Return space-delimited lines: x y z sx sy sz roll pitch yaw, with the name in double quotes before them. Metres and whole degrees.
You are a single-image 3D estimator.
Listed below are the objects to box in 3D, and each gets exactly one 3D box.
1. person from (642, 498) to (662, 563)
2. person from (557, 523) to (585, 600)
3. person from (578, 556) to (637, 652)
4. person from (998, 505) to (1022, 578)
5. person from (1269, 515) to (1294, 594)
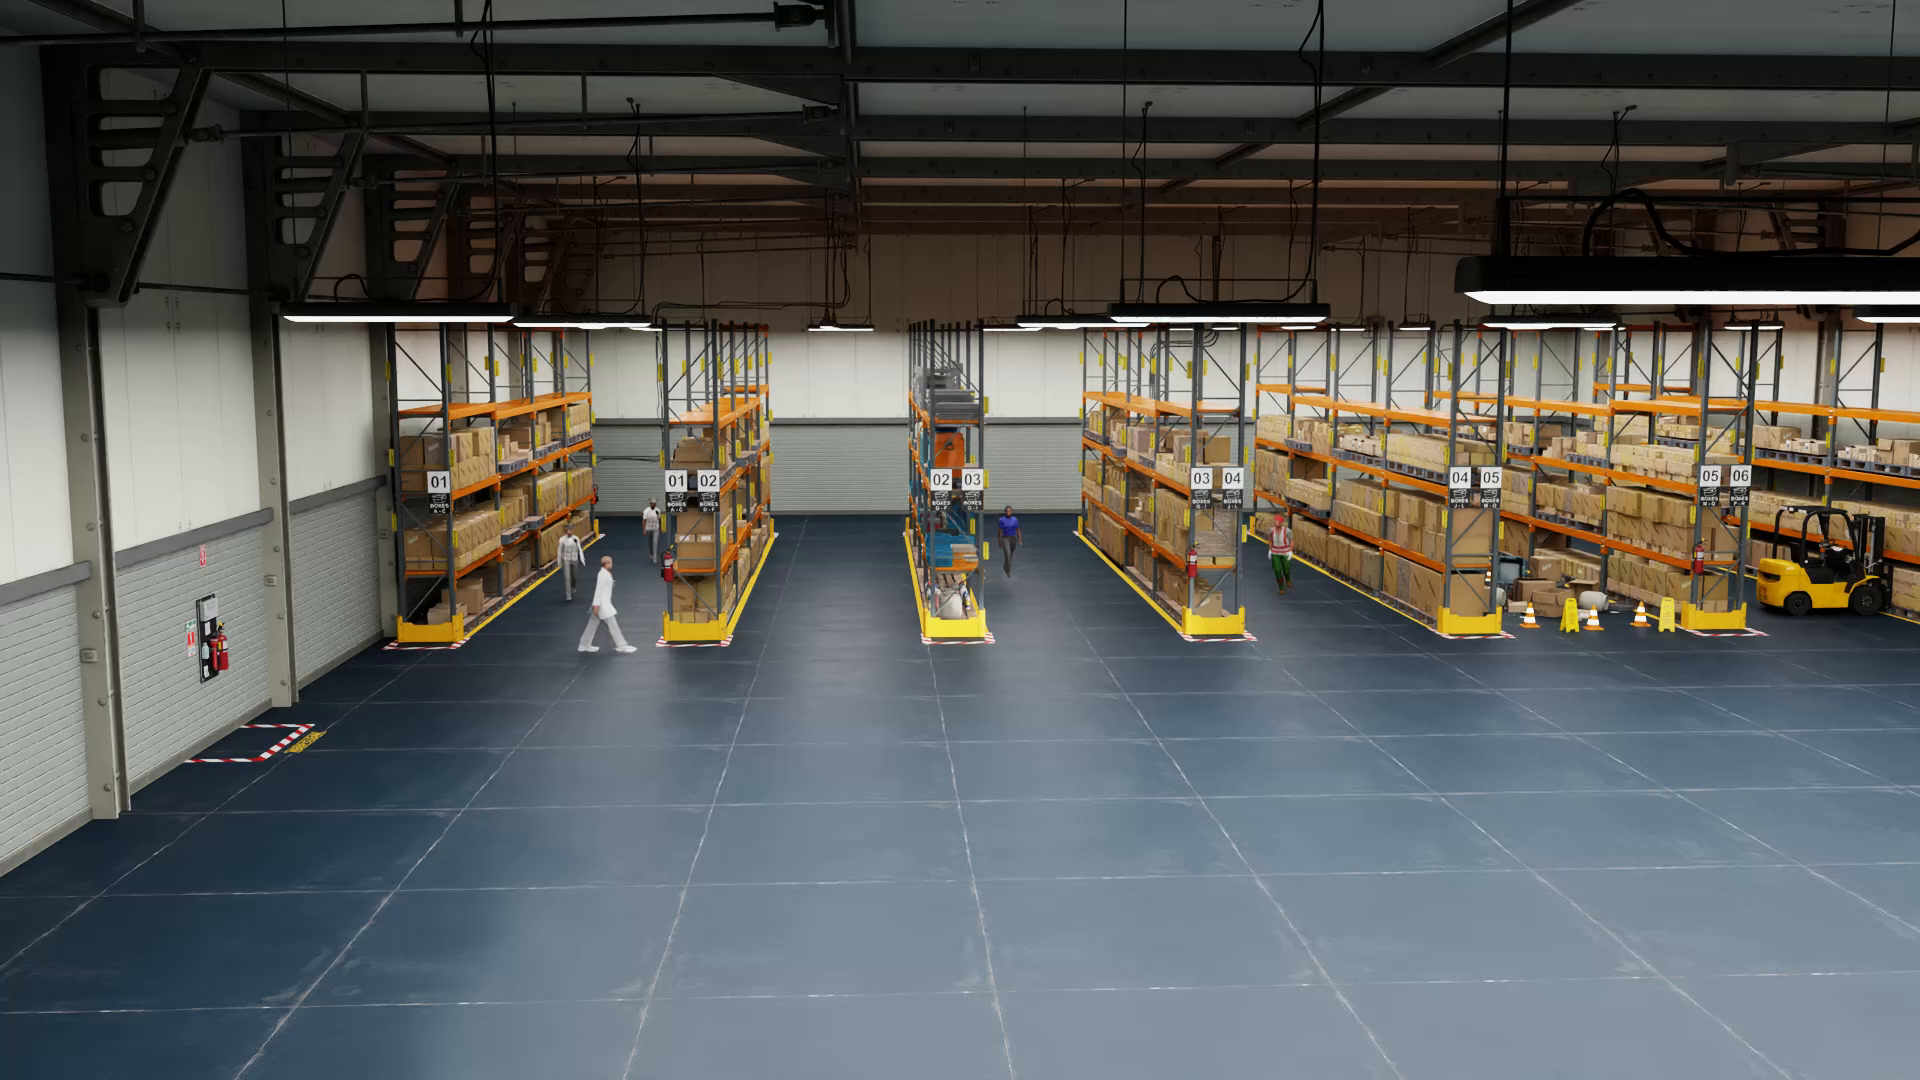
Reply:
"person" -7.756 -0.265 41.867 0.451 1.619 1.051 -1 7 -5
"person" -8.448 0.436 36.091 0.573 1.631 1.004 -2 7 -18
"person" -6.378 1.148 29.941 1.032 1.722 0.628 -2 7 -14
"person" 1.112 0.066 37.488 0.466 1.501 0.993 -2 7 -18
"person" 7.119 0.310 36.831 0.575 1.757 0.668 2 7 17
